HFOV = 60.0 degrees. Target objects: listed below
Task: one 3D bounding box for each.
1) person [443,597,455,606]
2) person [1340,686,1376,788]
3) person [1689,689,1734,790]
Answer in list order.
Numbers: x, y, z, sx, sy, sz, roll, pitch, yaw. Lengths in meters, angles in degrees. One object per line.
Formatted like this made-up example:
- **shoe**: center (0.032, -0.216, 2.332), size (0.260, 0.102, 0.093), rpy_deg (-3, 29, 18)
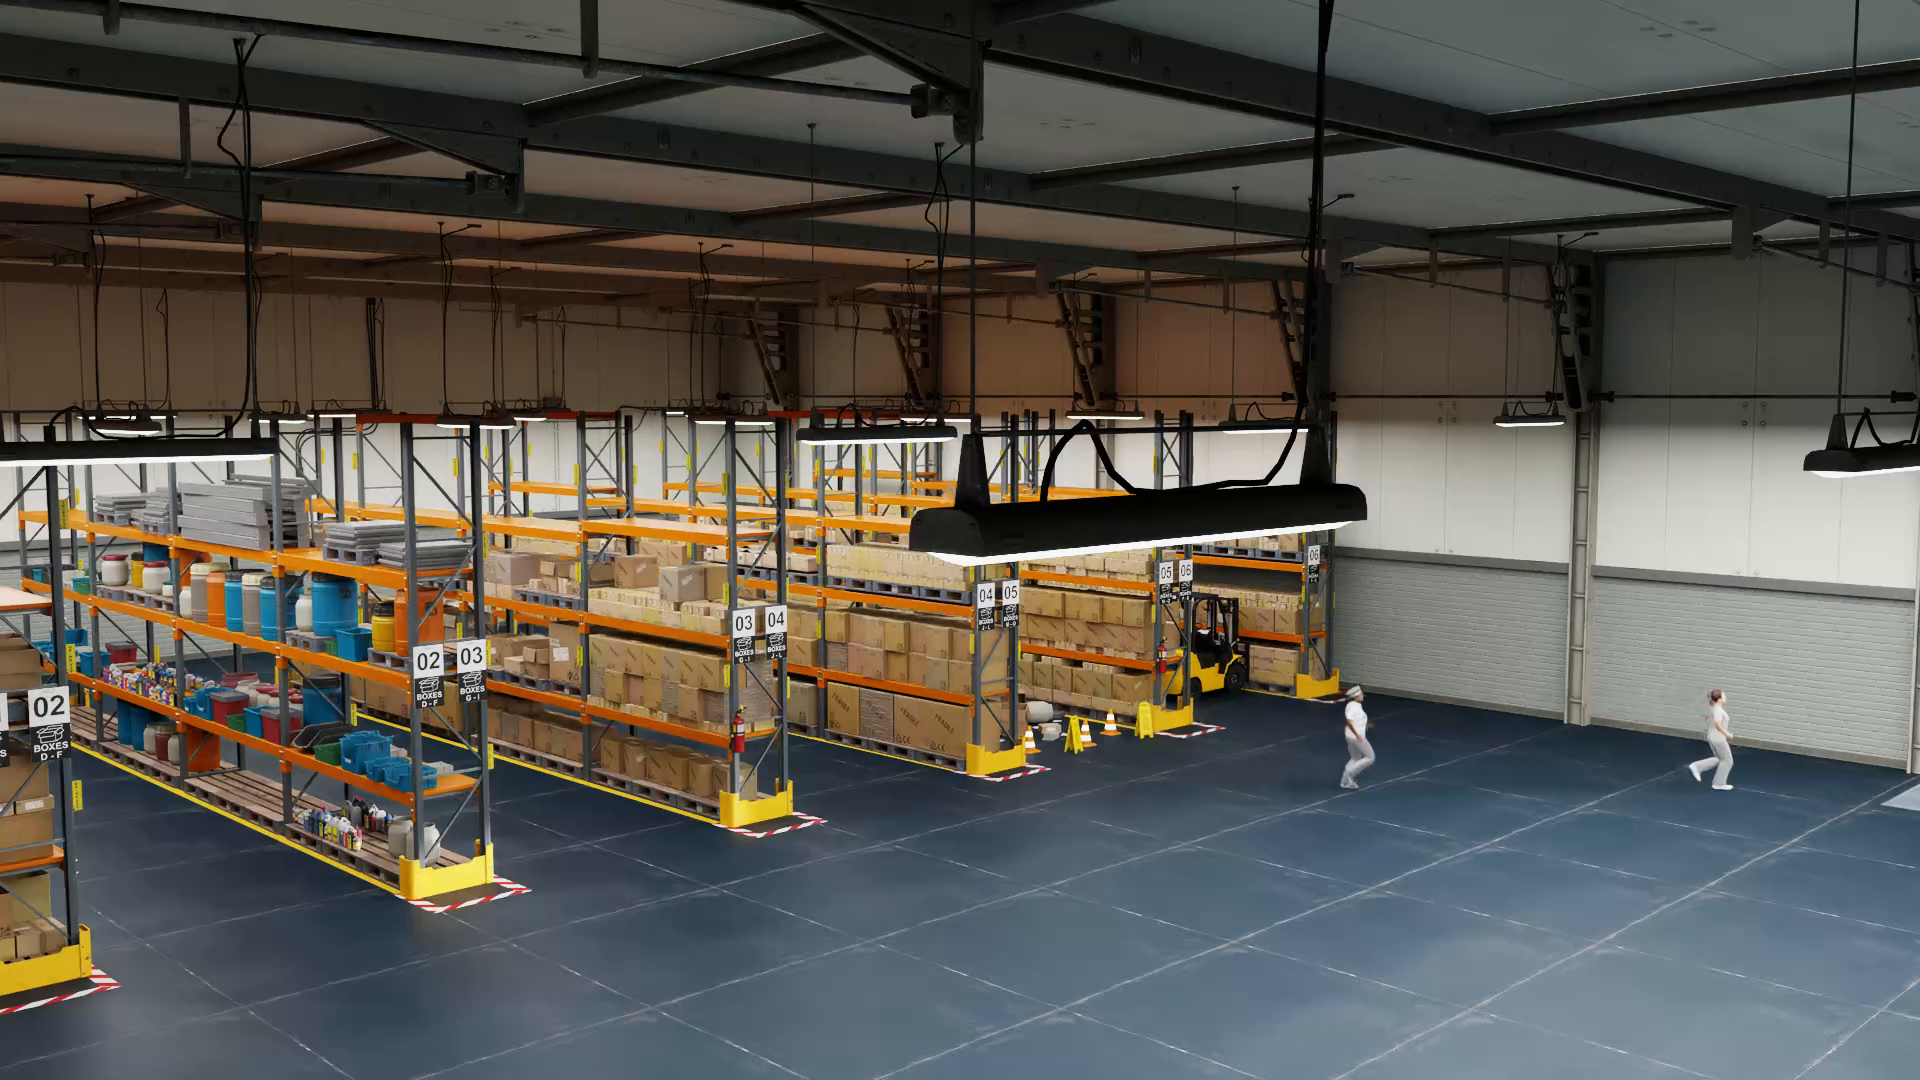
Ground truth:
- **person**: center (-12.184, 2.083, 39.269), size (0.758, 1.712, 0.854), rpy_deg (2, 5, 19)
- **person**: center (6.429, 3.173, 26.767), size (0.569, 1.659, 0.560), rpy_deg (0, 5, -4)
- **person**: center (12.089, 3.197, 26.697), size (0.655, 1.627, 0.585), rpy_deg (1, 5, 7)
